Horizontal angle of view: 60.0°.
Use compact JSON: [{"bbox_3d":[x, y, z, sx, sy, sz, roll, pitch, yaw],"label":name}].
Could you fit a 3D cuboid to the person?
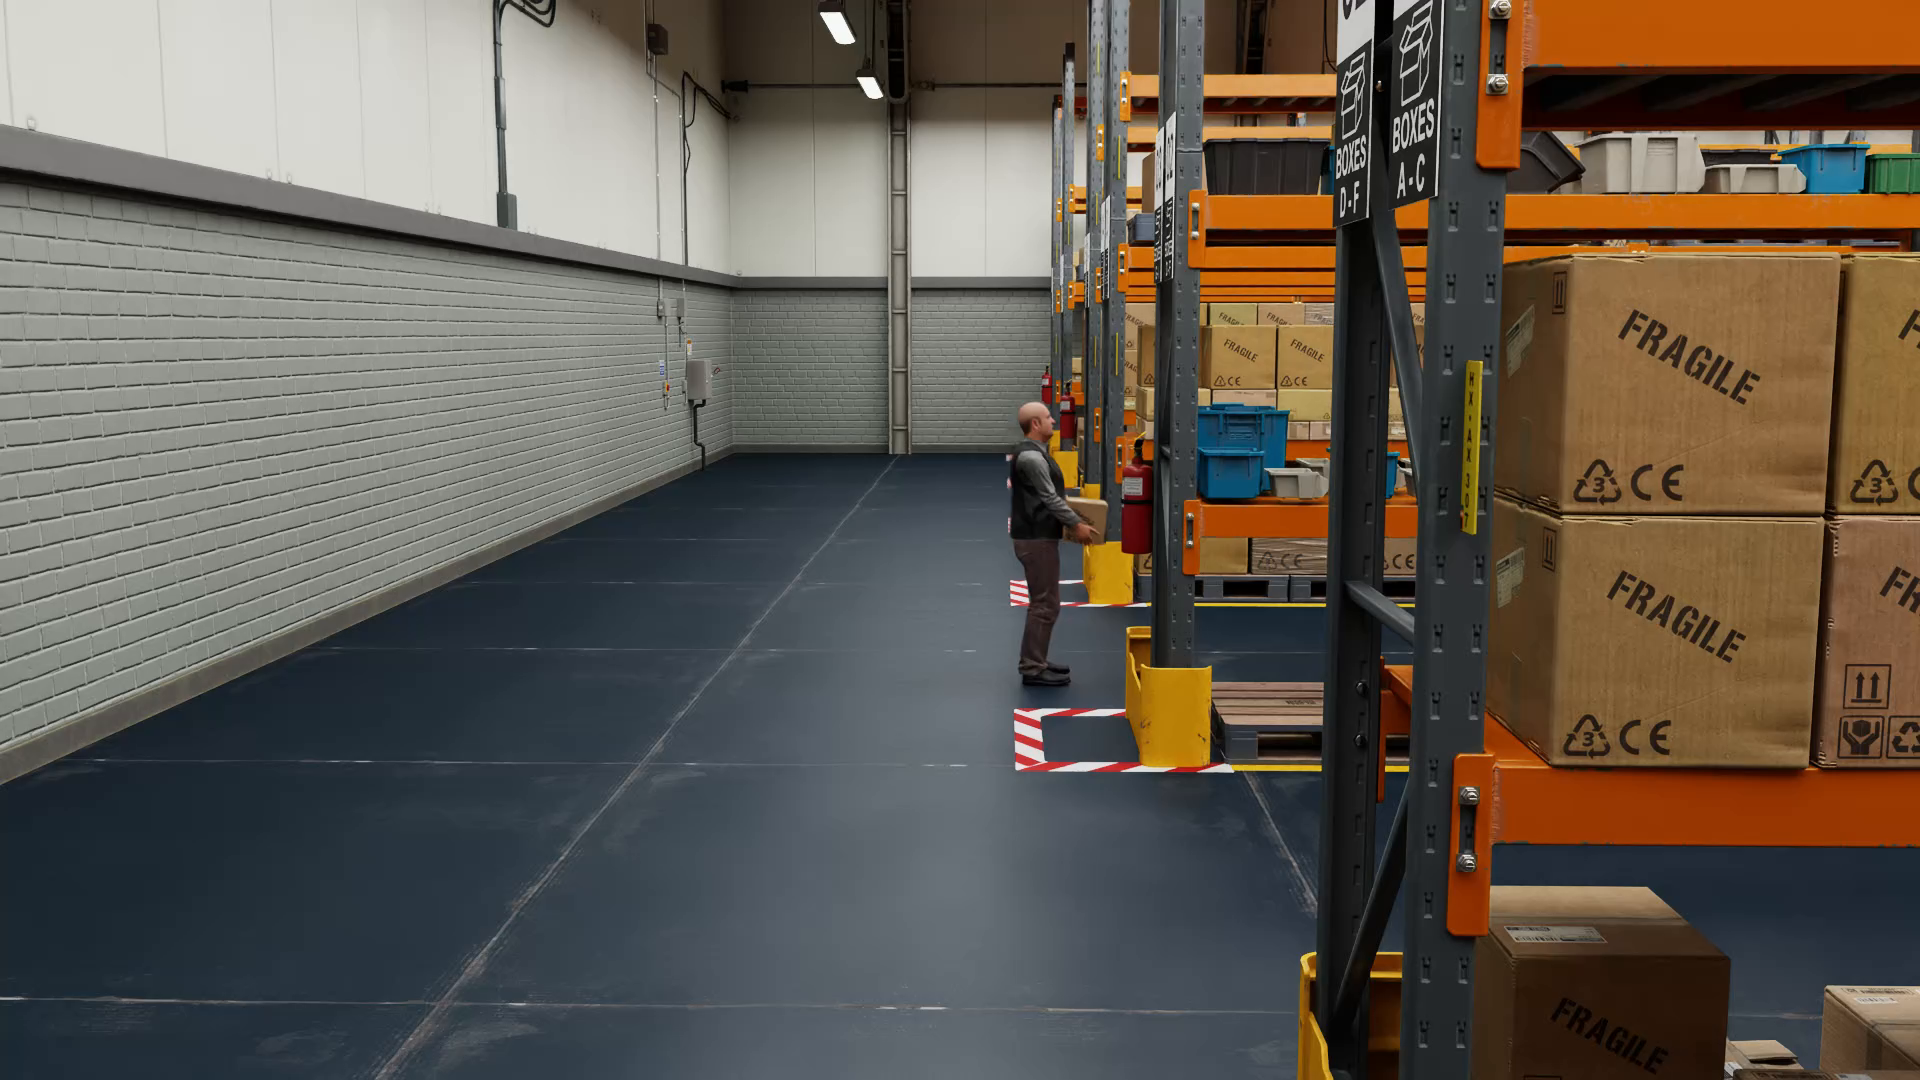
[{"bbox_3d":[0.578,0.014,10.251,0.547,1.722,0.508,0,7,1],"label":"person"}]
